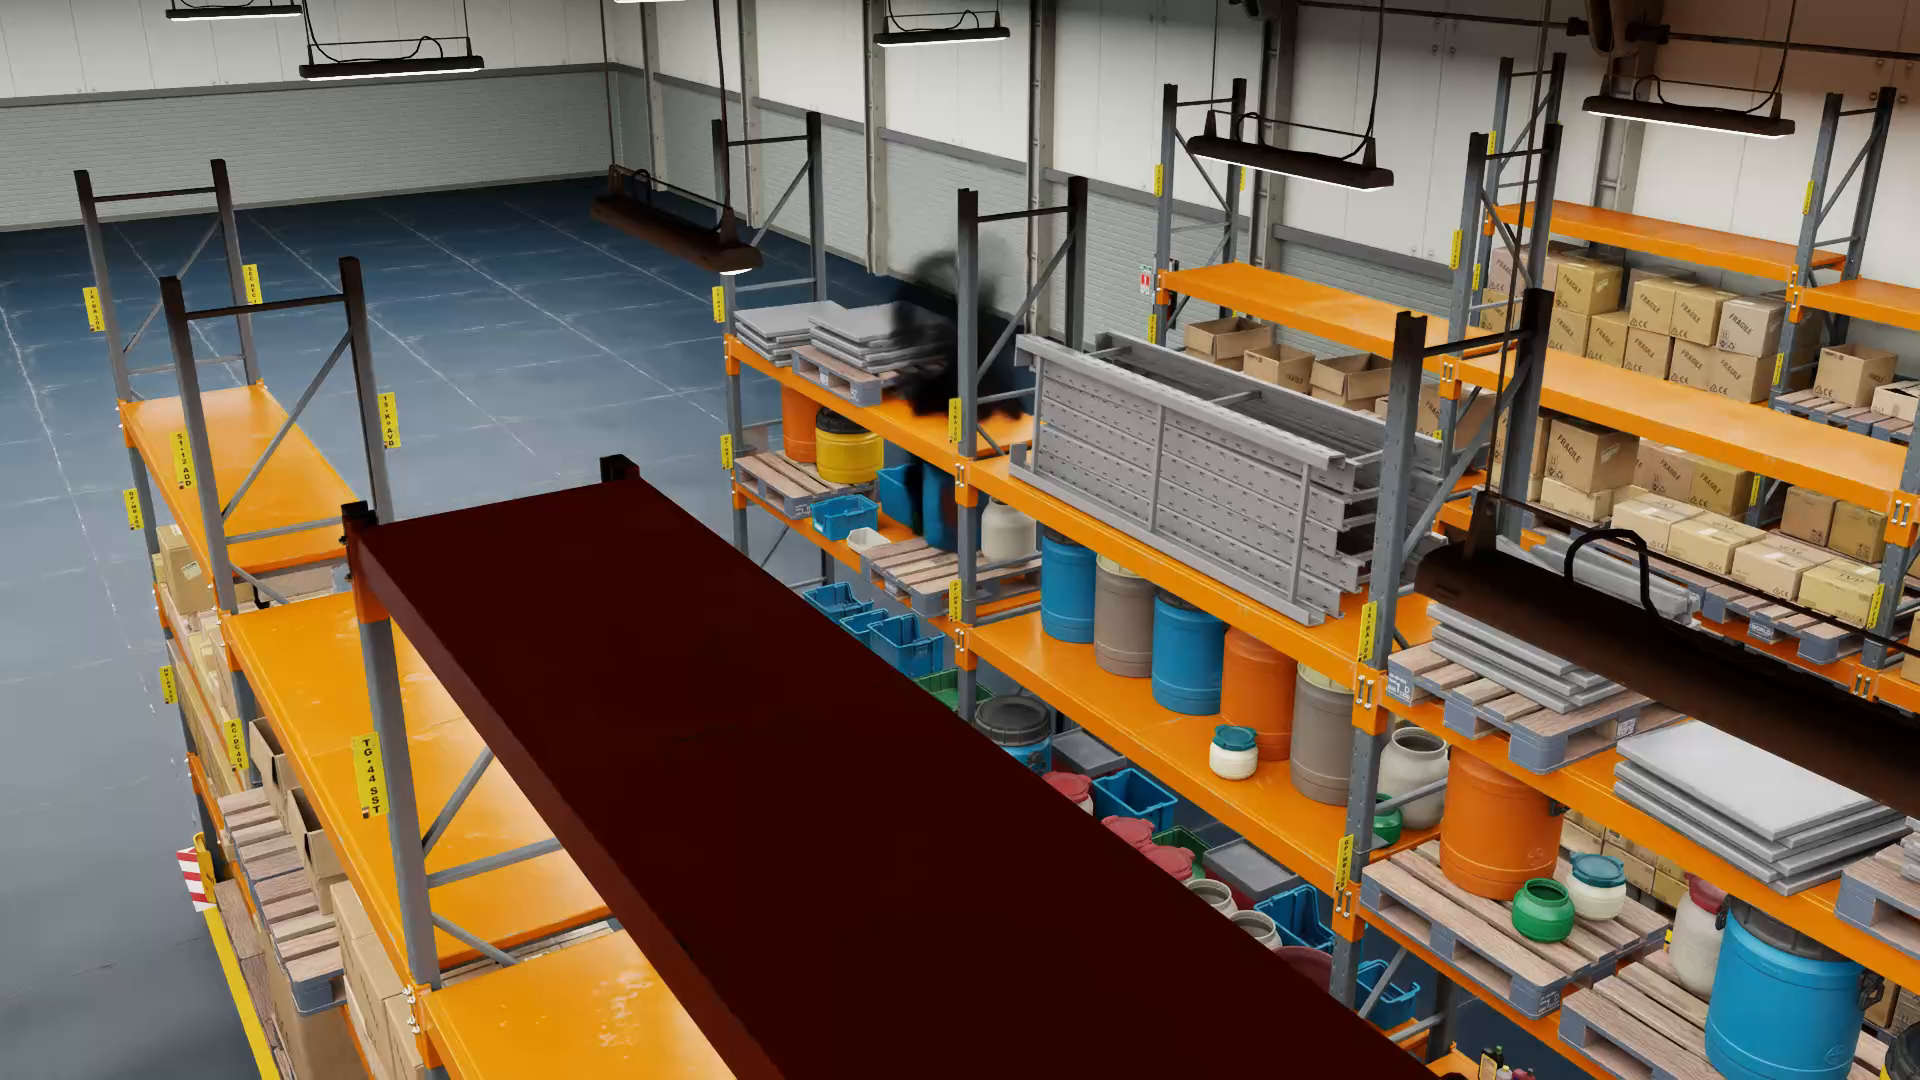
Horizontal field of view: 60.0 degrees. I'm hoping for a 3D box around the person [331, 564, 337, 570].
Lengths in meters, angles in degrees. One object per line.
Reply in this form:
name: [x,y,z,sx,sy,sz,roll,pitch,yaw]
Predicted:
person: [-6.821,0.601,17.425,0.980,1.780,0.681,-1,22,-2]
